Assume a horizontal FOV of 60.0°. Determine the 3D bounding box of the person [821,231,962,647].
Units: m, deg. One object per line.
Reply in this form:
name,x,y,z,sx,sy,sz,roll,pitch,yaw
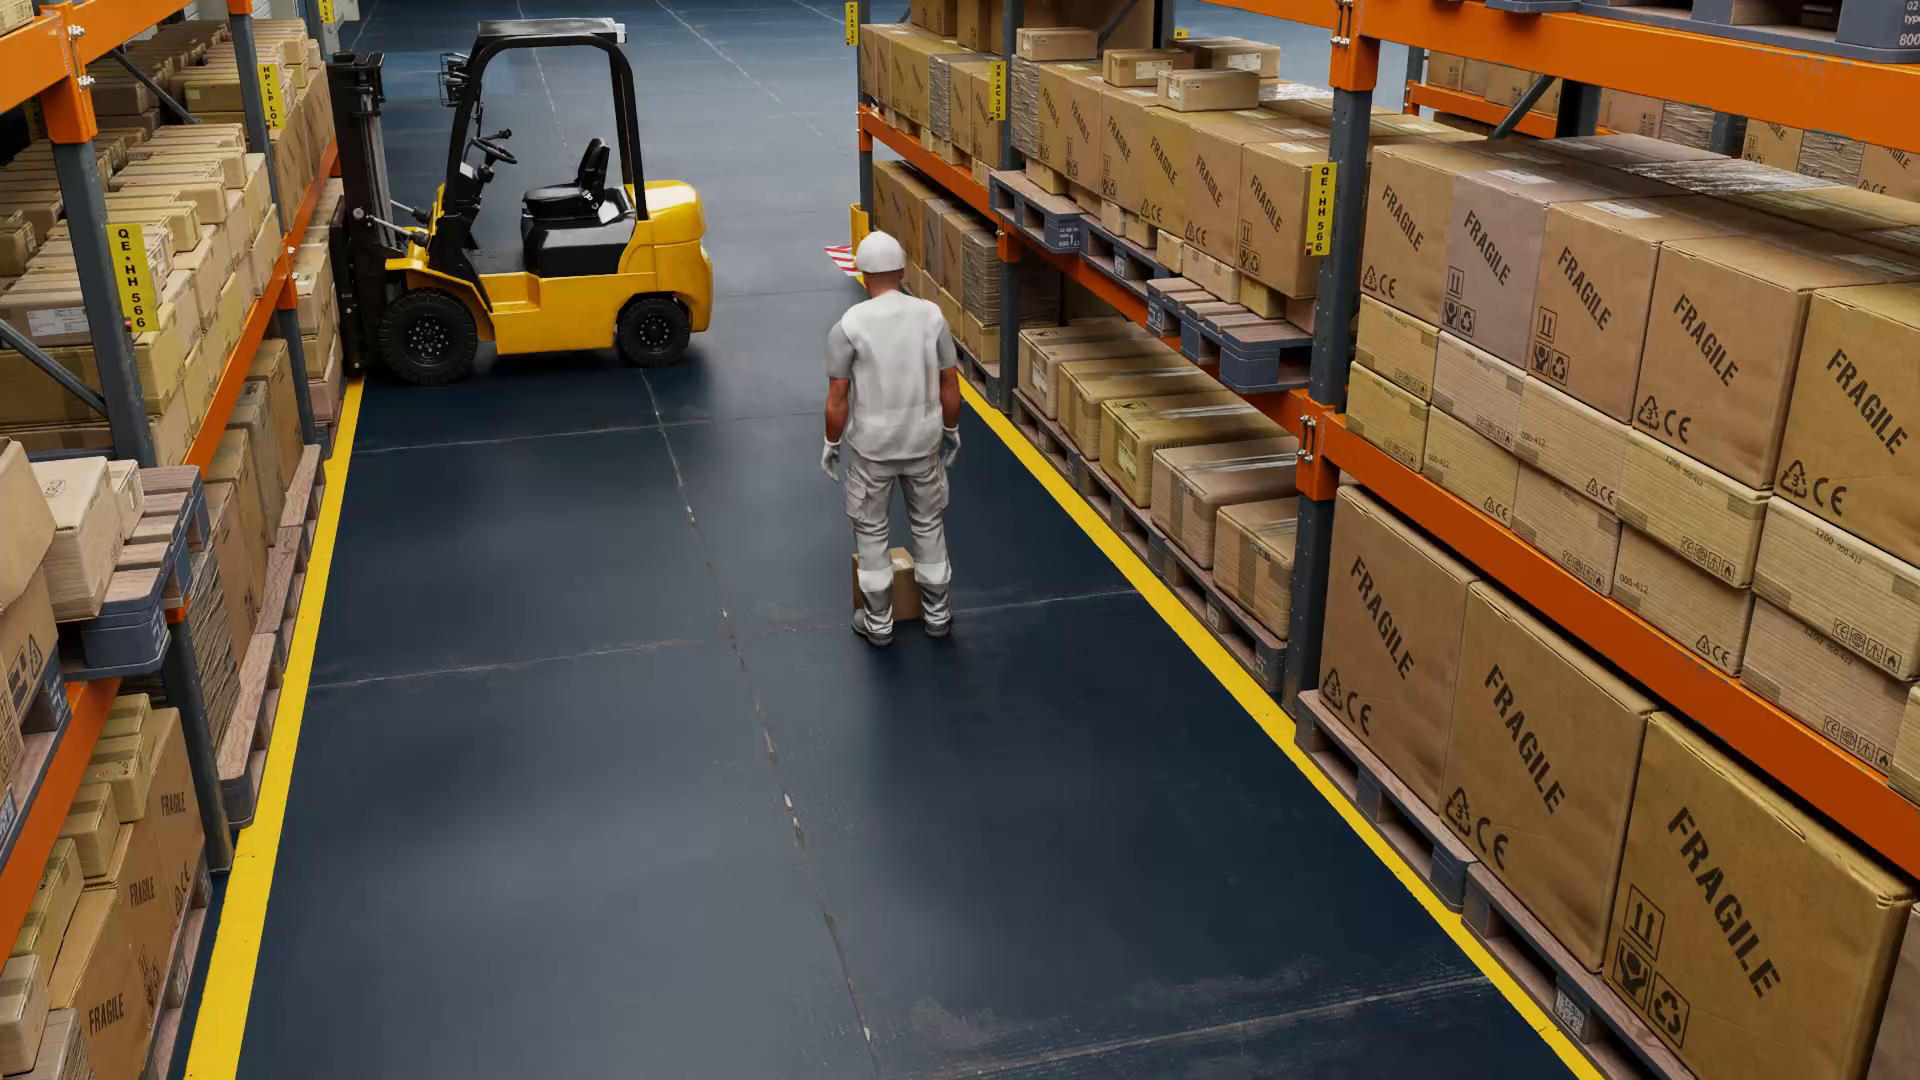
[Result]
person,-0.286,-0.411,7.057,0.622,1.779,0.452,-7,24,-16
